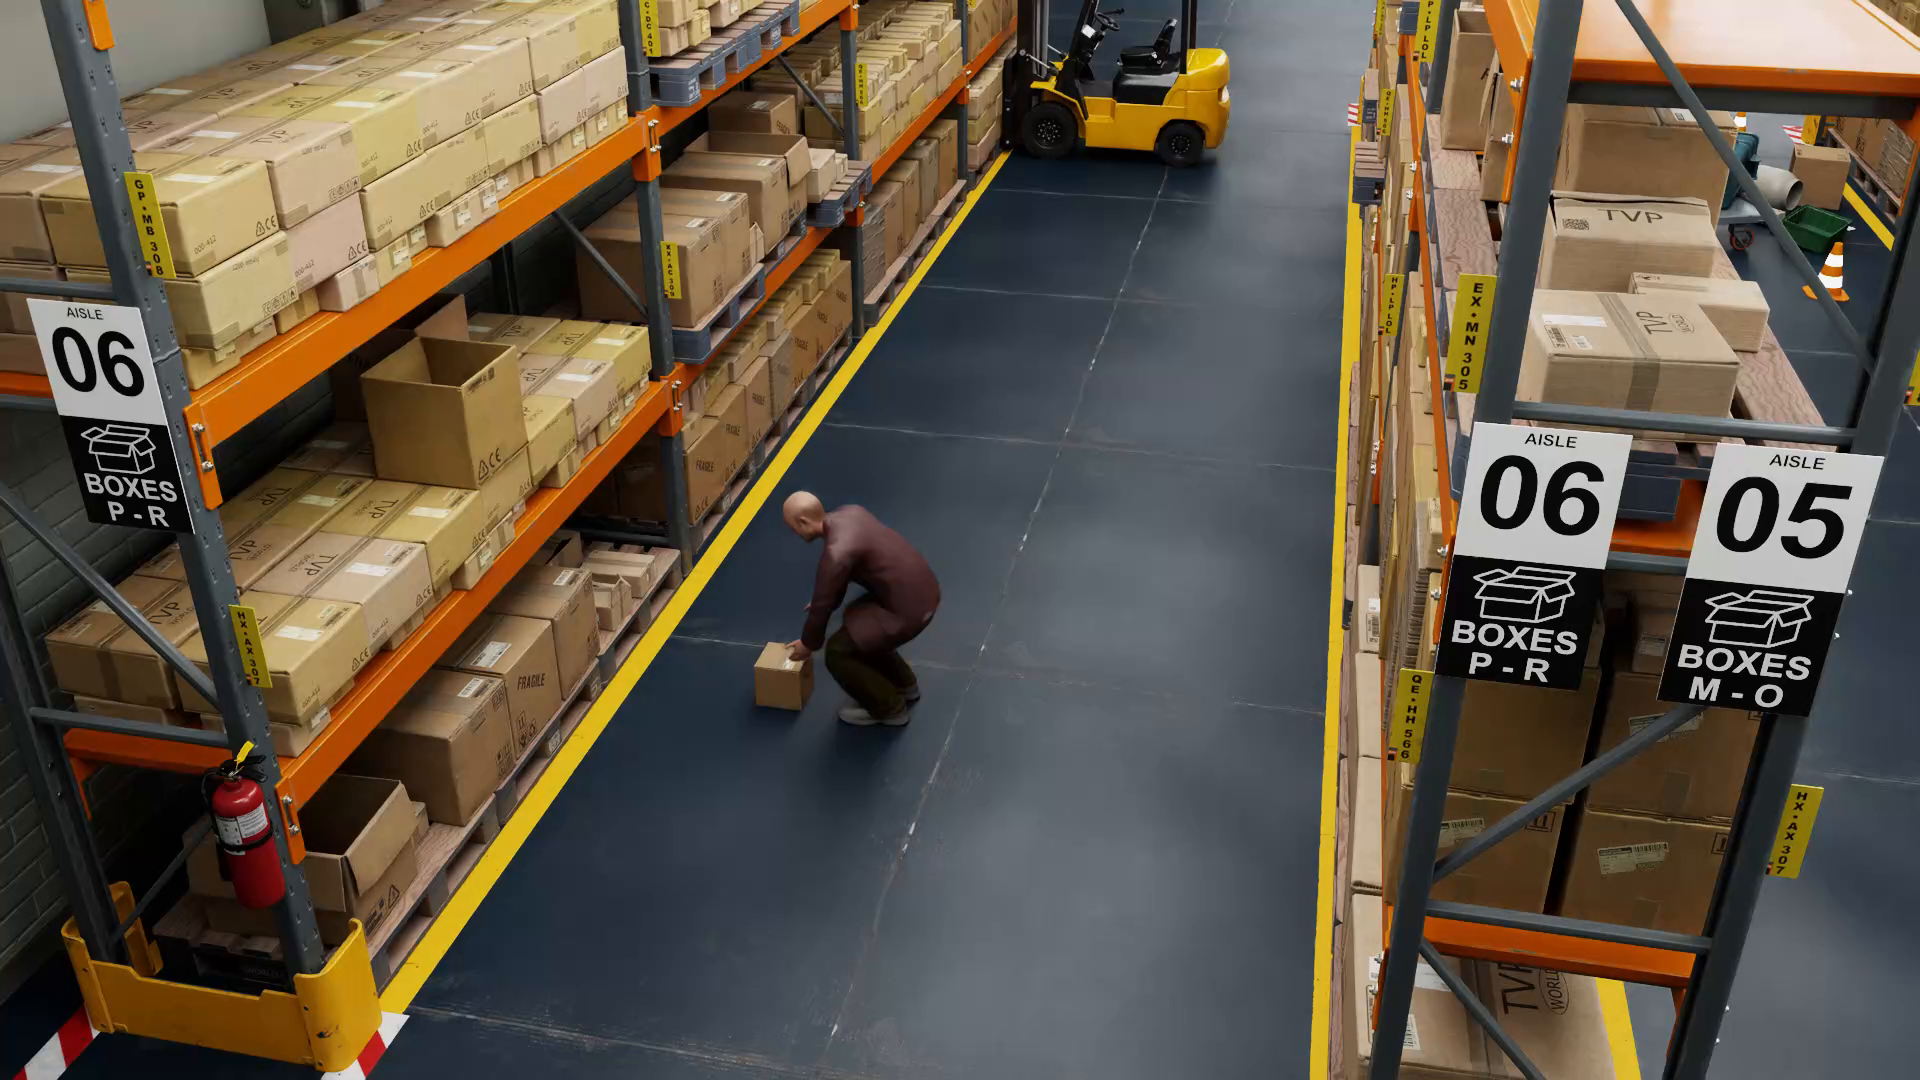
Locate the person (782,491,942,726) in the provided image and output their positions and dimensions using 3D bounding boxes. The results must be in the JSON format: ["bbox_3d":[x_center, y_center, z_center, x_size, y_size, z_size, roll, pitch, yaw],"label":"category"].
[{"bbox_3d":[-0.497,0.343,8.549,0.793,1.264,0.623,6,29,11],"label":"person"}]
